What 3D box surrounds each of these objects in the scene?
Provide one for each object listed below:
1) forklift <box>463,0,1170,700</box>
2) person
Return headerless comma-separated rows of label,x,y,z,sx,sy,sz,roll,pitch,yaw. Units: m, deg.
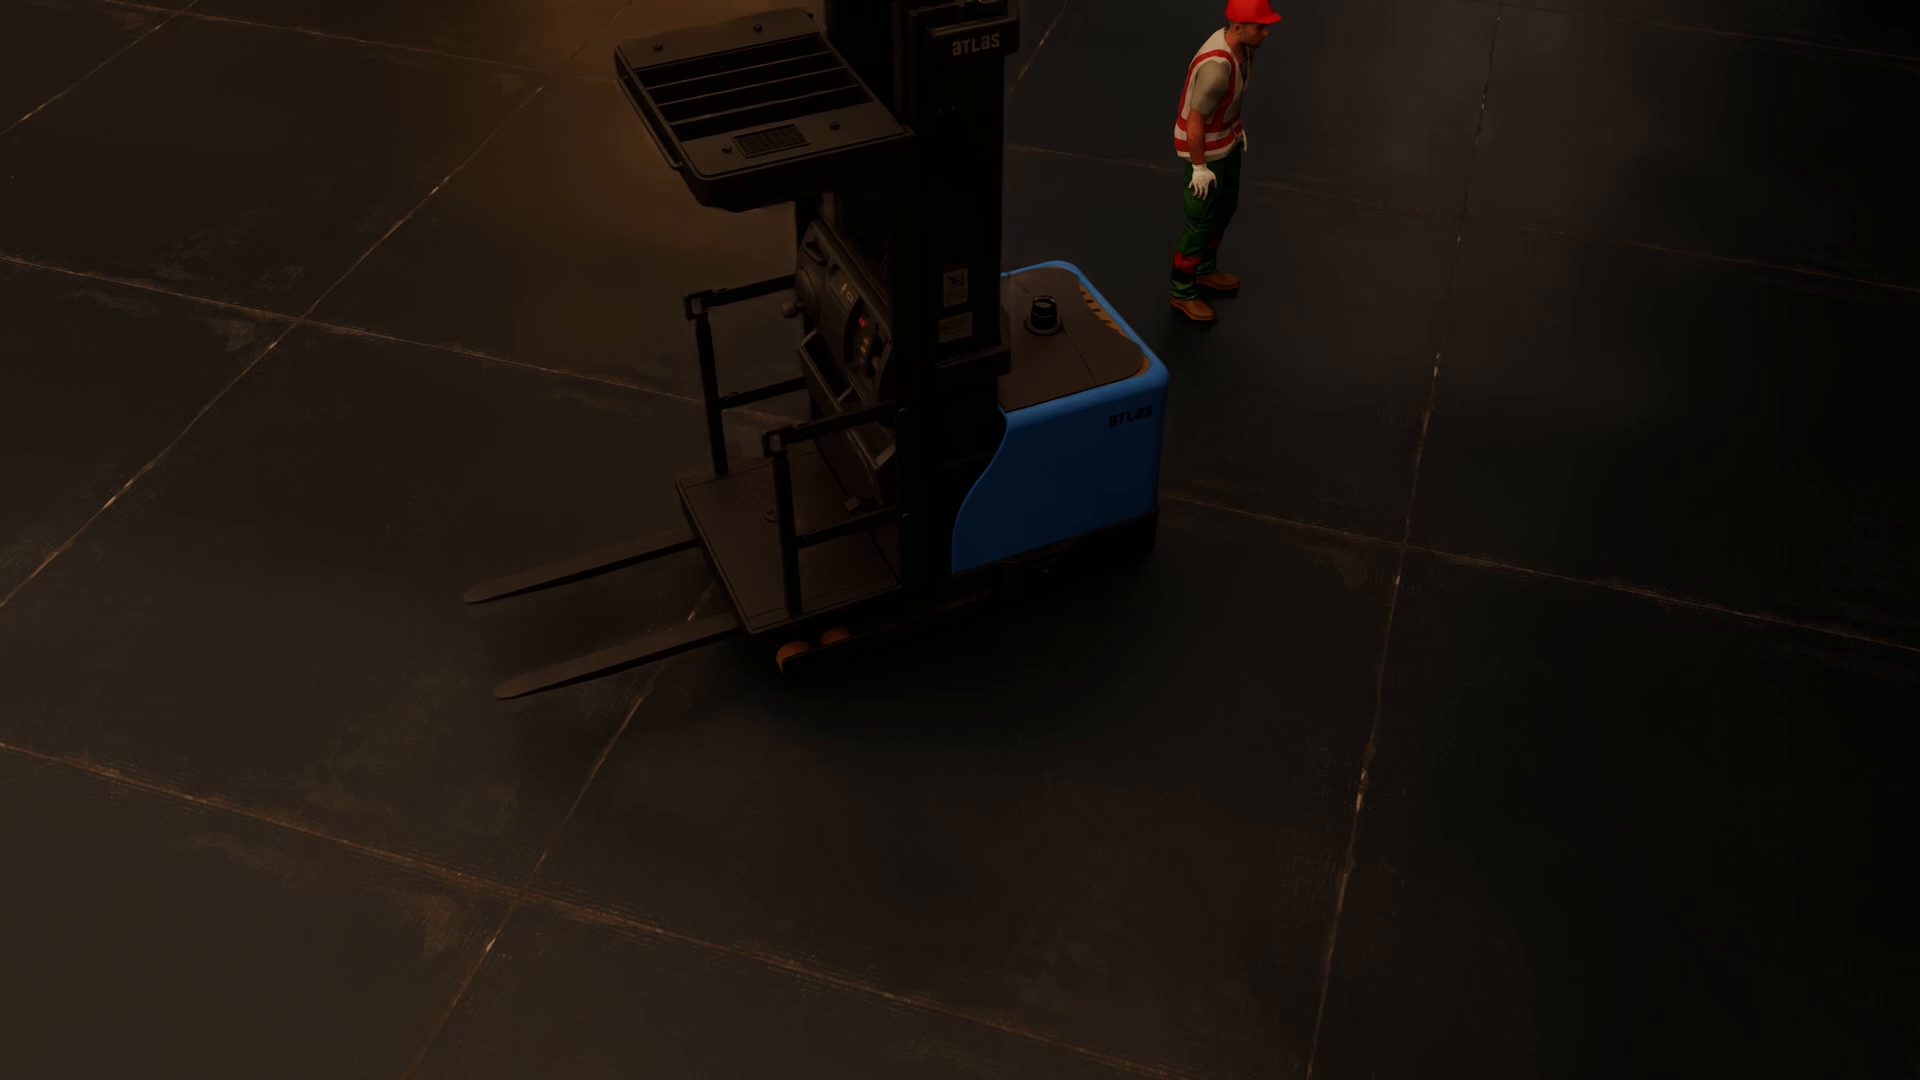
forklift,-0.654,-0.888,6.643,3.031,2.935,1.130,-17,46,-17
person,1.357,-2.040,8.731,0.451,1.778,0.611,21,47,21
